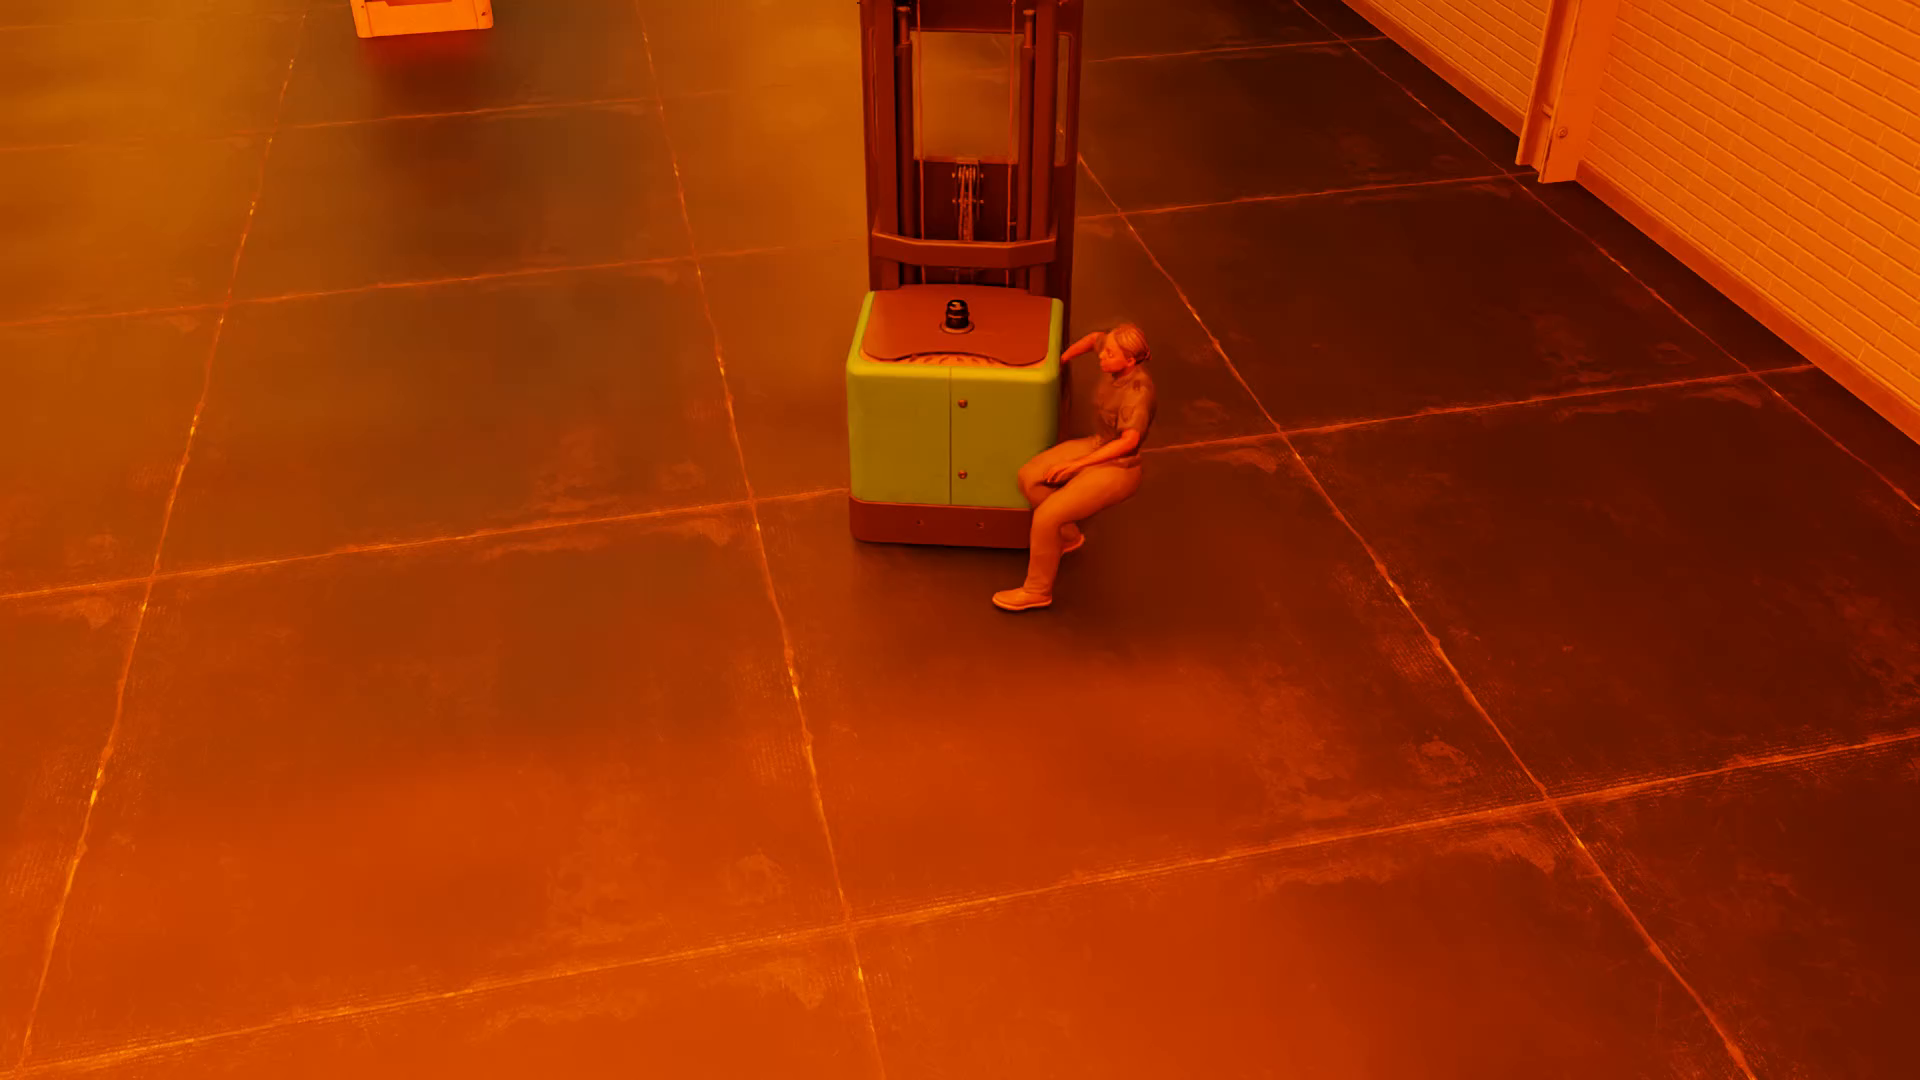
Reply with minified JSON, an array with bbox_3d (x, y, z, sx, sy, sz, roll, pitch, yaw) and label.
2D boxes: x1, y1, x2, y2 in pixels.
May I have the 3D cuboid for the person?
[{"bbox_3d":[0.506,-0.383,7.857,0.786,1.431,1.017,-9,37,-13],"label":"person"}]

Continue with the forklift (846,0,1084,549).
[{"bbox_3d":[0.077,-1.985,8.808,1.130,2.935,3.031,3,36,4],"label":"forklift"}]
